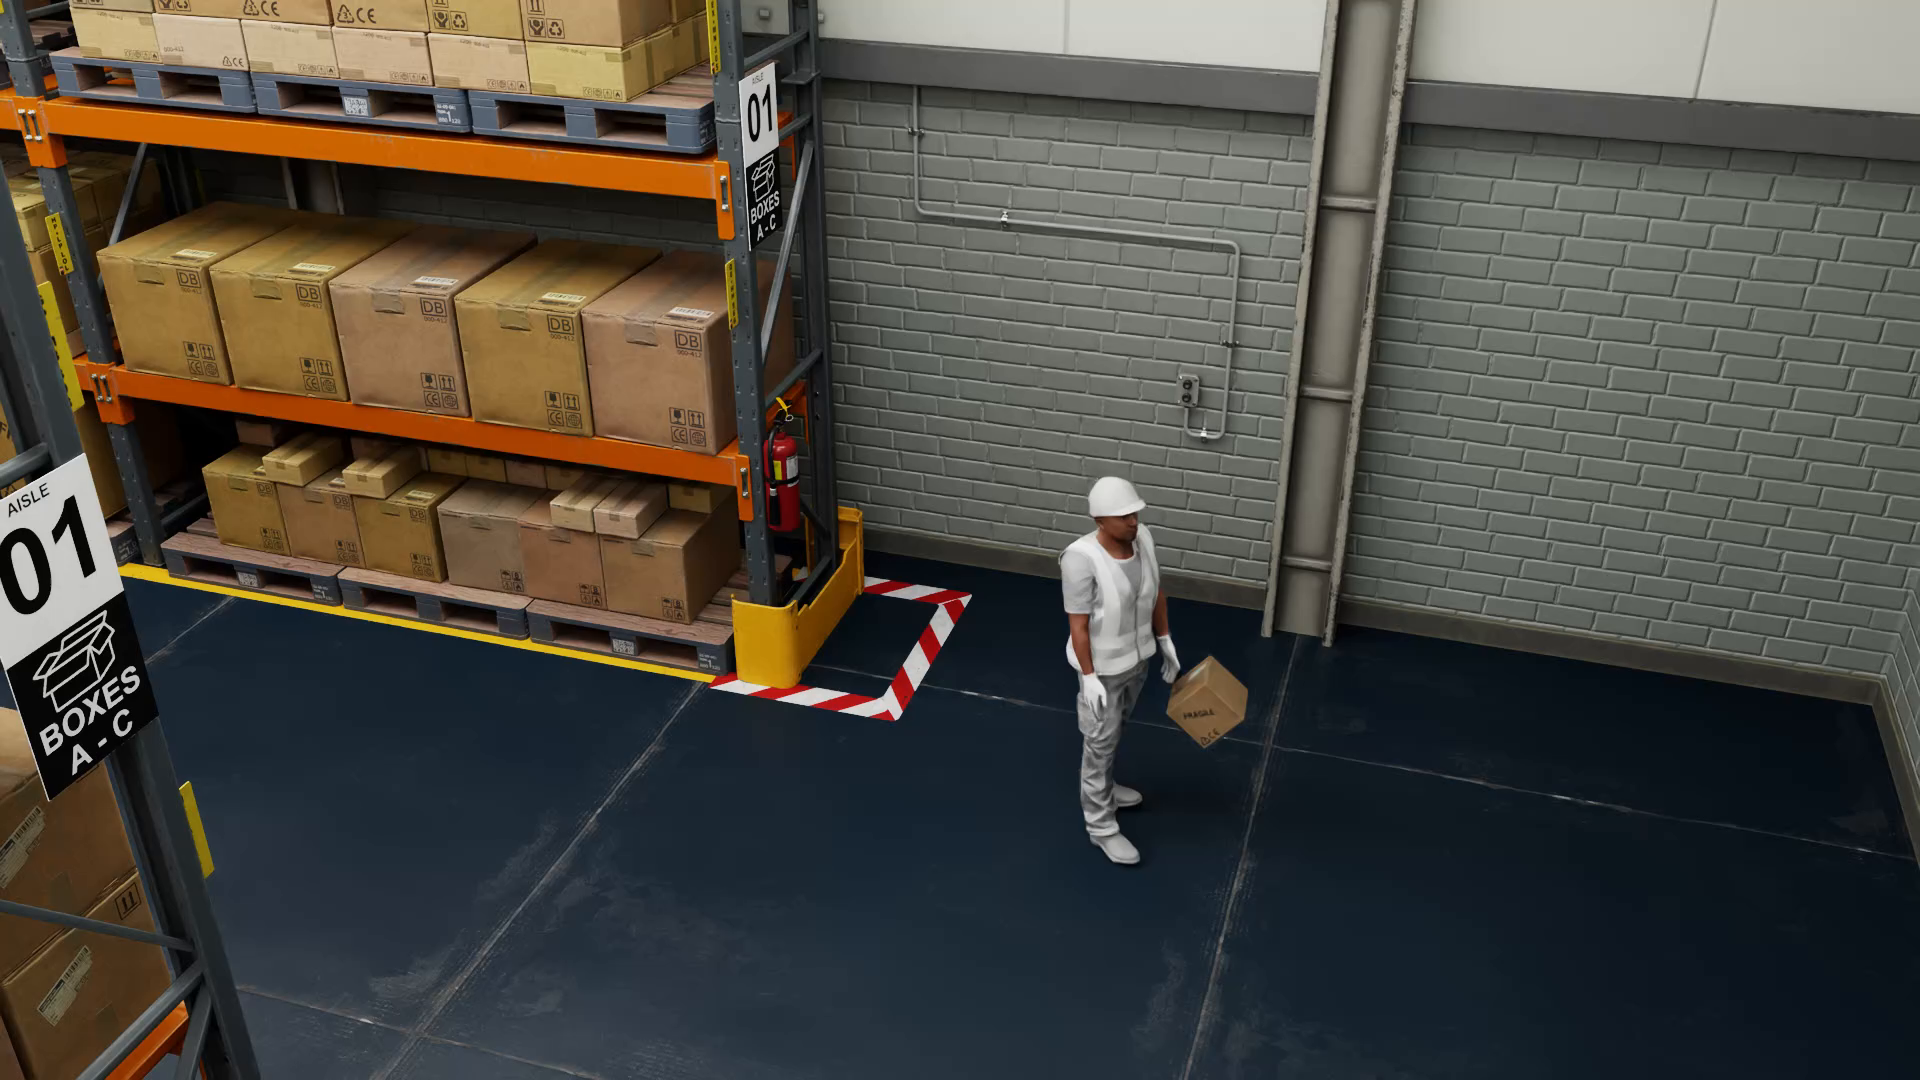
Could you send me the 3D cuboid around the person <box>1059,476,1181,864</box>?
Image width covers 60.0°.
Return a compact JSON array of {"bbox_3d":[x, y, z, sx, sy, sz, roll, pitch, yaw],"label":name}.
[{"bbox_3d":[0.737,0.565,7.460,0.574,1.790,0.603,26,38,38],"label":"person"}]
